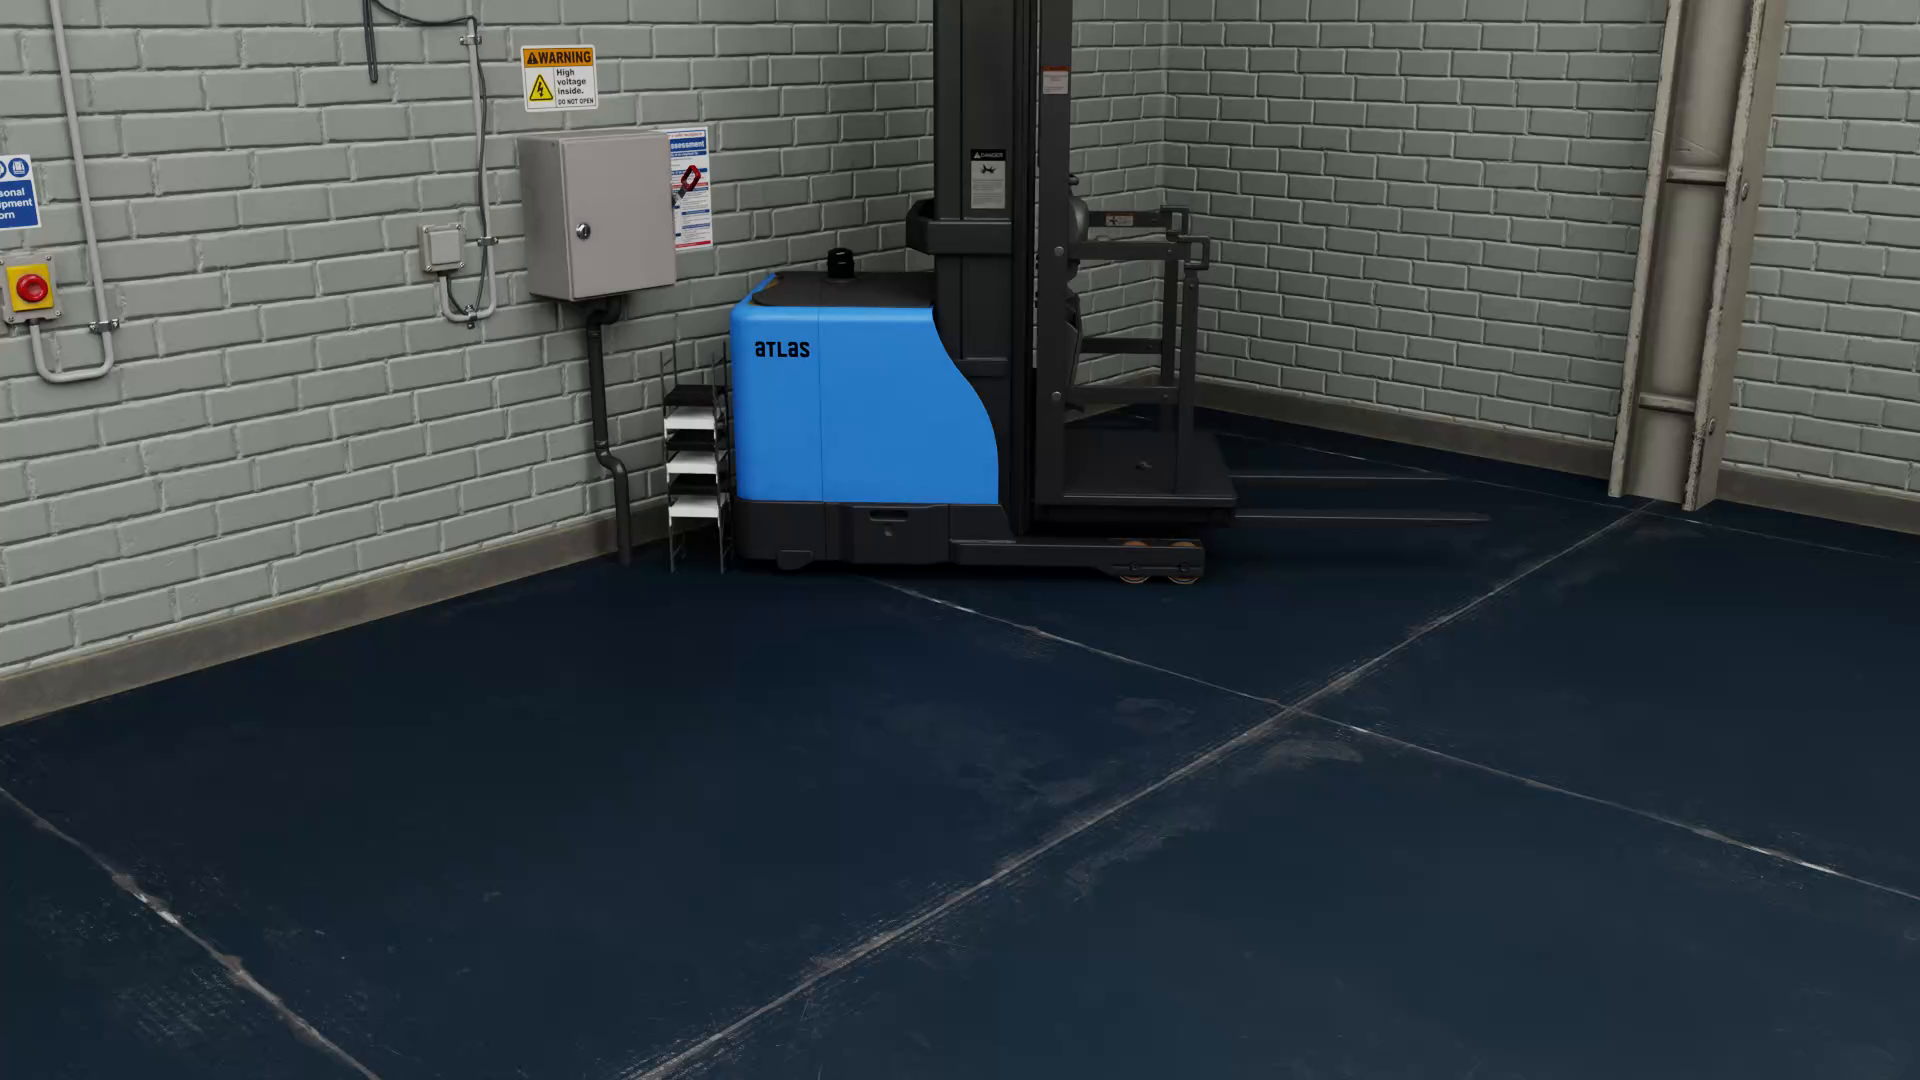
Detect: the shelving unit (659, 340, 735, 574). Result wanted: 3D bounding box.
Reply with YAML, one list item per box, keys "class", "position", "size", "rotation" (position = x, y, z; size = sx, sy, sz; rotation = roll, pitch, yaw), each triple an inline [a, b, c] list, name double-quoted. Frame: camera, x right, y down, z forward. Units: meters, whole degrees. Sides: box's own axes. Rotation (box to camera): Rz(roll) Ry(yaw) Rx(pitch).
- class: "shelving unit"
  position: [-1.049, -0.331, 6.668]
  size: [0.210, 0.900, 0.258]
  rotation: [1, 18, 4]

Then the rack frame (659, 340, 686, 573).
- class: "rack frame"
  position: [-1.151, -0.334, 6.675]
  size: [0.006, 0.900, 0.240]
  rotation: [1, 18, 4]

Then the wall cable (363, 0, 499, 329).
- class: "wall cable"
  position: [-1.901, -1.699, 5.827]
  size: [0.122, 1.984, 0.588]
  rotation: [15, 23, 39]

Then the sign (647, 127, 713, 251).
- class: "sign"
  position: [-1.158, -1.445, 6.865]
  size: [0.001, 0.494, 0.329]
  rotation: [15, 23, 39]

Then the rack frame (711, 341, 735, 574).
- class: "rack frame"
  position: [-0.948, -0.329, 6.661]
  size: [0.006, 0.900, 0.240]
  rotation: [1, 18, 4]

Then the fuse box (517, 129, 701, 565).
- class: "fuse box"
  position: [-1.331, -0.723, 6.562]
  size: [0.414, 1.711, 0.539]
  rotation: [15, 23, 39]

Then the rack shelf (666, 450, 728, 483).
- class: "rack shelf"
  position: [-1.049, -0.300, 6.679]
  size: [0.200, 0.077, 0.258]
  rotation: [1, 18, 4]

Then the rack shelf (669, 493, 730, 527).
- class: "rack shelf"
  position: [-1.049, -0.128, 6.733]
  size: [0.200, 0.077, 0.258]
  rotation: [1, 18, 4]

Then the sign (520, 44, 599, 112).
- class: "sign"
  position: [-1.522, -1.760, 6.334]
  size: [0.001, 0.242, 0.339]
  rotation: [15, 23, 39]

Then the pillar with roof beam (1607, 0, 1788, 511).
- class: "pillar with roof beam"
  position: [0.415, -3.519, 3.324]
  size: [0.400, 9.000, 9.100]
  rotation: [15, 23, 39]

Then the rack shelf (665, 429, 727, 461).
- class: "rack shelf"
  position: [-1.049, -0.385, 6.651]
  size: [0.200, 0.077, 0.258]
  rotation: [1, 18, 4]

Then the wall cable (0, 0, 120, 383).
- class: "wall cable"
  position: [-2.834, -1.391, 4.804]
  size: [0.123, 1.953, 0.585]
  rotation: [15, 23, 39]

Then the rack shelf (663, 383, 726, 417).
- class: "rack shelf"
  position: [-1.049, -0.557, 6.597]
  size: [0.200, 0.077, 0.258]
  rotation: [1, 18, 4]

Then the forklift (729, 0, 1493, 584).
- class: "forklift"
  position: [0.628, -1.387, 6.638]
  size: [3.031, 2.935, 1.130]
  rotation: [1, 18, 3]

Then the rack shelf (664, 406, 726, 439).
- class: "rack shelf"
  position: [-1.049, -0.471, 6.624]
  size: [0.200, 0.077, 0.258]
  rotation: [1, 18, 4]

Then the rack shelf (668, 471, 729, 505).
- class: "rack shelf"
  position: [-1.049, -0.214, 6.706]
  size: [0.200, 0.077, 0.258]
  rotation: [1, 18, 4]

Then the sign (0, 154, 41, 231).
- class: "sign"
  position: [-2.912, -1.022, 4.925]
  size: [0.001, 0.218, 0.327]
  rotation: [15, 23, 39]
